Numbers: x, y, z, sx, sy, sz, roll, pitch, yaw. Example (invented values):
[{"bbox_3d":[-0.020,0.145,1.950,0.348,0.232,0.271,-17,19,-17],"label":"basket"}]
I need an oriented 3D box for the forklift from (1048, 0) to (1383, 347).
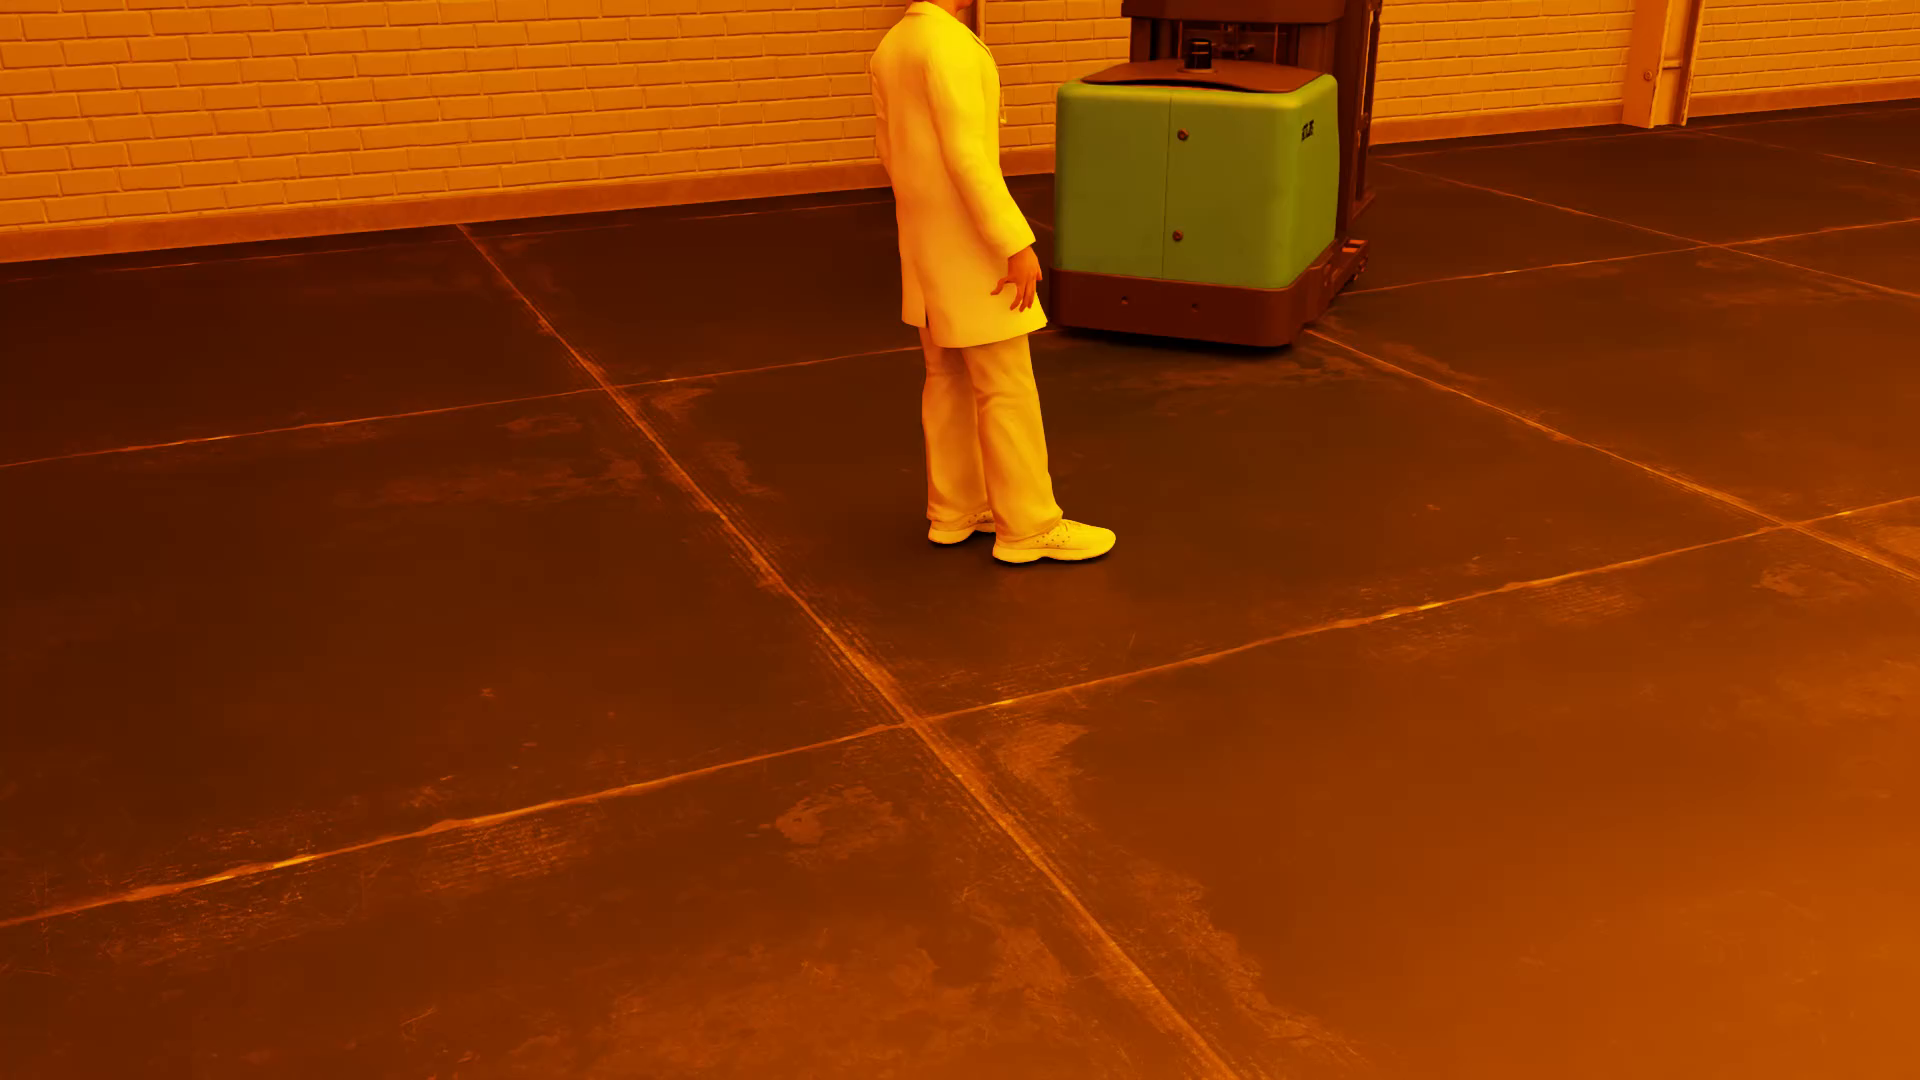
[{"bbox_3d":[1.415,-2.679,7.735,1.130,2.935,3.031,9,24,21],"label":"forklift"}]

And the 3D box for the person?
[{"bbox_3d":[0.084,-0.840,4.794,0.581,1.775,0.696,-10,25,-23],"label":"person"}]
